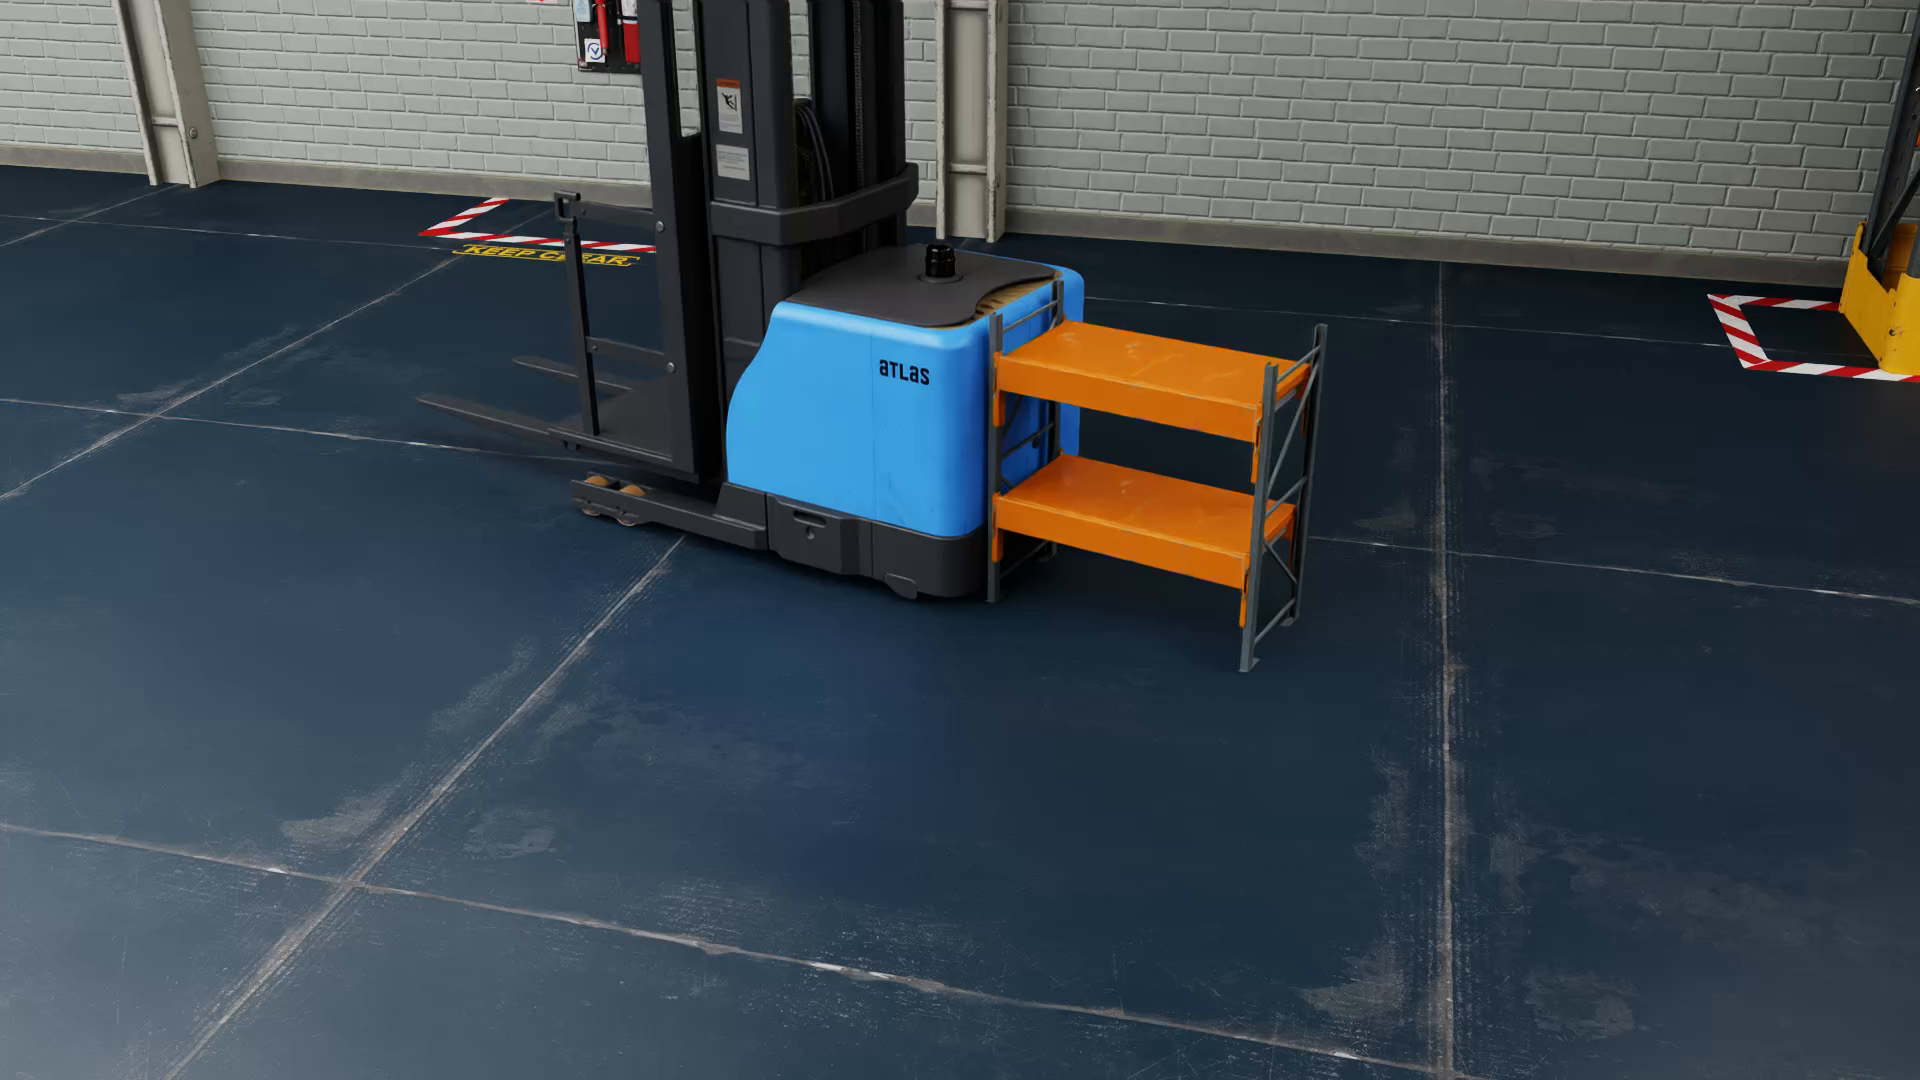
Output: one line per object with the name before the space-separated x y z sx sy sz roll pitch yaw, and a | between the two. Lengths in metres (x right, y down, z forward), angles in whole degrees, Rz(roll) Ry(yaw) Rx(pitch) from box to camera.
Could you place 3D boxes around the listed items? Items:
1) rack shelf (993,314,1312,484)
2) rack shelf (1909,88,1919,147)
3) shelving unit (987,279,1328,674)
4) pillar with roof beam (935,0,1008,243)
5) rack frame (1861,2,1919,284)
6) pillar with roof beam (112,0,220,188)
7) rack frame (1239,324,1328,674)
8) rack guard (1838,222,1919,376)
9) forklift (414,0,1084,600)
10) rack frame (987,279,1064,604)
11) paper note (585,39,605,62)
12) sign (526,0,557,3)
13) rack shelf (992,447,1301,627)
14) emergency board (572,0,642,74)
rack shelf | 0.679 -0.515 5.843 1.000 0.278 0.538 15 29 28
rack shelf | 6.928 -1.906 8.101 4.000 0.370 1.077 6 26 13
shelving unit | 0.679 -0.251 5.968 1.048 1.125 0.538 15 29 28
pillar with roof beam | -0.999 -4.289 5.290 0.400 9.000 9.100 6 26 13
rack frame | 4.991 -2.445 8.396 0.127 3.000 1.000 6 26 13
pillar with roof beam | -6.810 -4.931 6.639 0.400 9.000 9.100 6 26 13
rack frame | 1.114 -0.138 5.731 0.032 1.125 0.500 15 29 28
rack guard | 5.064 -1.308 8.916 0.348 0.500 1.175 6 26 13
forklift | -1.030 -1.558 6.612 3.031 2.935 1.130 15 29 28
rack frame | 0.244 -0.364 6.206 0.032 1.125 0.500 15 29 28
paper note | -2.465 -3.303 11.223 0.142 0.148 0.016 6 26 13
sign | -2.820 -3.771 11.140 0.234 0.329 0.001 6 26 13
rack shelf | 0.679 -0.030 6.073 1.000 0.278 0.538 15 29 28
emergency board | -2.311 -3.653 10.933 0.643 1.169 0.194 6 26 13
